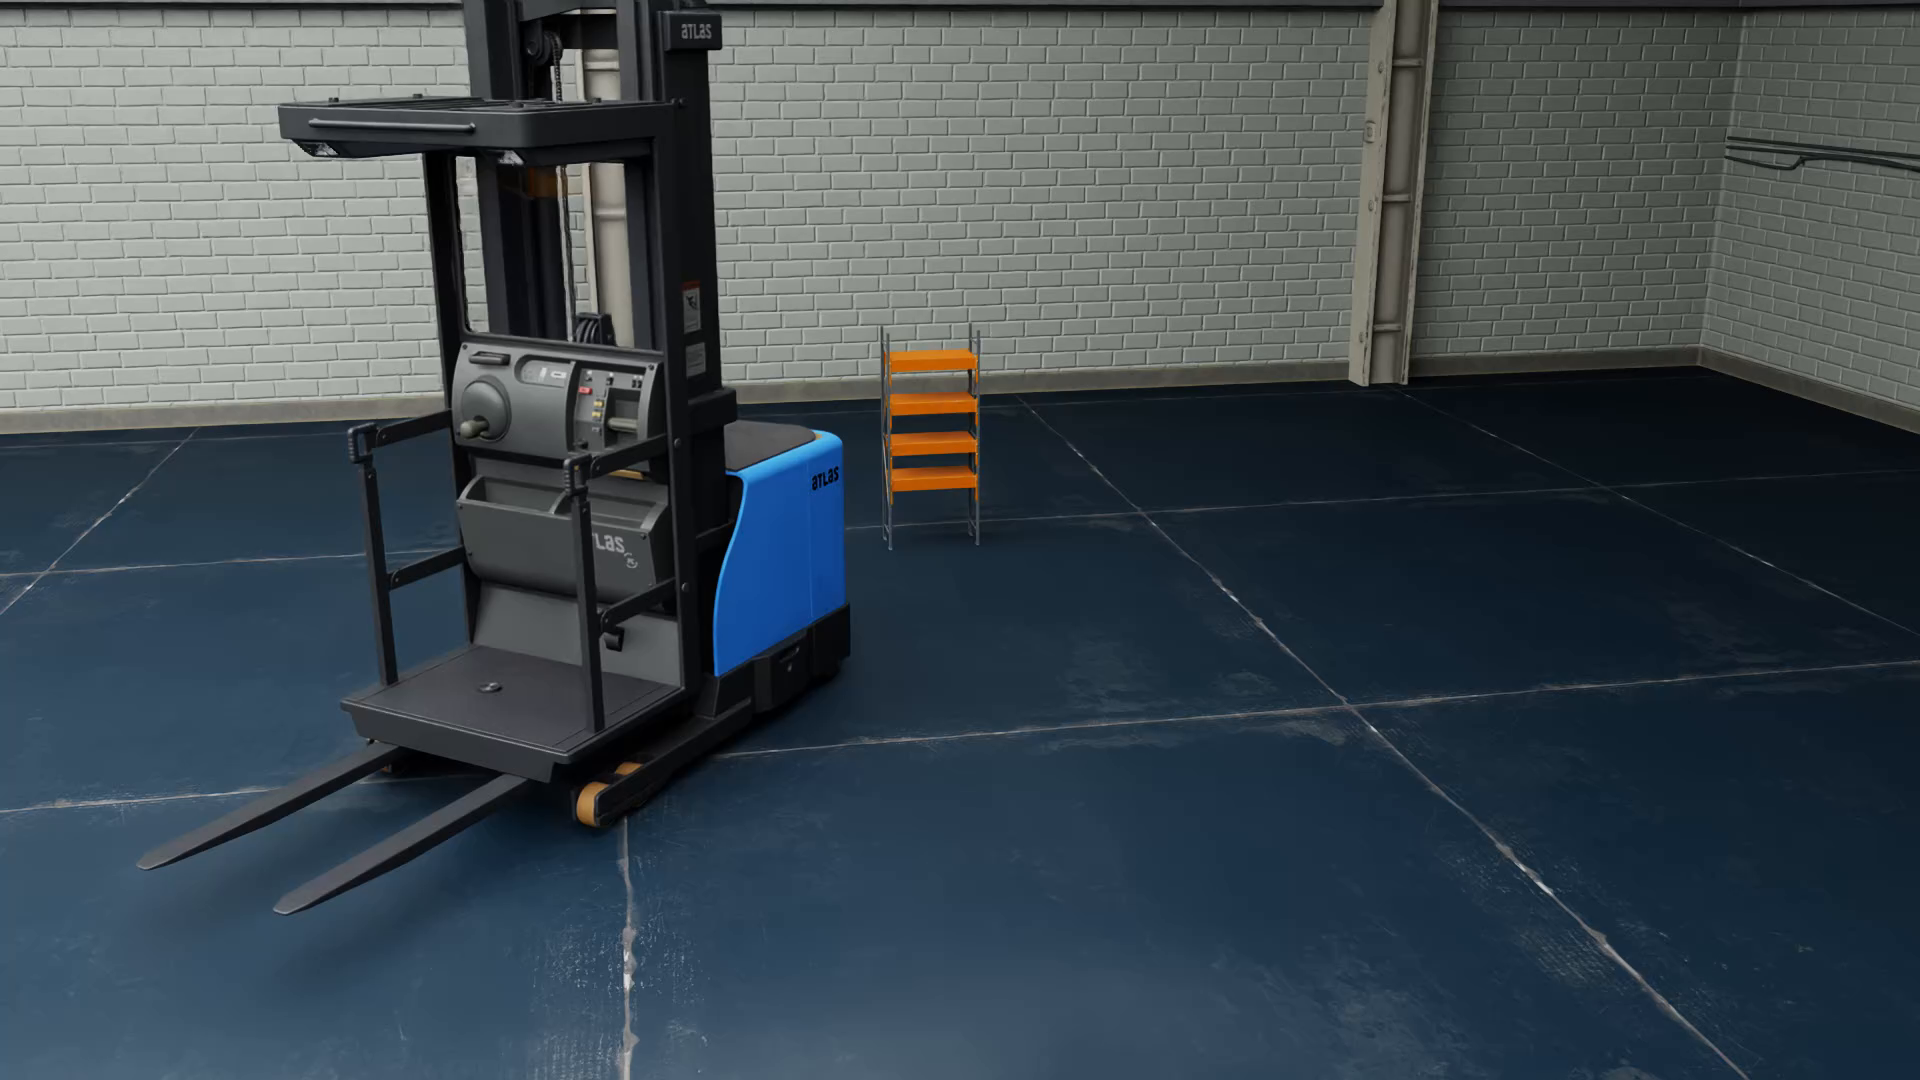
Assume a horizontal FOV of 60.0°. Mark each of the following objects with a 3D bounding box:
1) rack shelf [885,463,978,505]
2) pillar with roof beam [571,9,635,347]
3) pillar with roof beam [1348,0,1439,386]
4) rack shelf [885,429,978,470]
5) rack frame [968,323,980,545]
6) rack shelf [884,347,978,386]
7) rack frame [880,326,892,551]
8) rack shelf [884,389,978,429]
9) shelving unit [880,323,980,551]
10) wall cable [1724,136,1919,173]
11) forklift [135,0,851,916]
[{"bbox_3d":[-0.163,-0.310,9.184,0.480,0.148,0.258,-3,17,-10],"label":"rack shelf"},{"bbox_3d":[-1.685,-4.013,7.052,0.400,9.000,9.100,-3,17,-10],"label":"pillar with roof beam"},{"bbox_3d":[4.206,-4.348,8.140,0.400,9.000,9.100,-3,17,-10],"label":"pillar with roof beam"},{"bbox_3d":[-0.163,-0.500,9.125,0.480,0.148,0.258,-3,17,-10],"label":"rack shelf"},{"bbox_3d":[0.077,-0.578,9.150,0.015,1.200,0.240,-3,17,-10],"label":"rack frame"},{"bbox_3d":[-0.163,-0.940,8.990,0.480,0.148,0.258,-3,17,-10],"label":"rack shelf"},{"bbox_3d":[-0.402,-0.551,9.061,0.015,1.200,0.240,-3,17,-10],"label":"rack frame"},{"bbox_3d":[-0.163,-0.714,9.060,0.480,0.148,0.258,-3,17,-10],"label":"rack shelf"},{"bbox_3d":[-0.163,-0.564,9.106,0.503,1.200,0.258,-3,17,-10],"label":"shelving unit"},{"bbox_3d":[6.532,-3.887,11.930,0.112,2.526,3.097,-3,17,-10],"label":"wall cable"},{"bbox_3d":[-1.608,-0.517,6.003,1.130,2.935,3.031,9,19,26],"label":"forklift"}]
